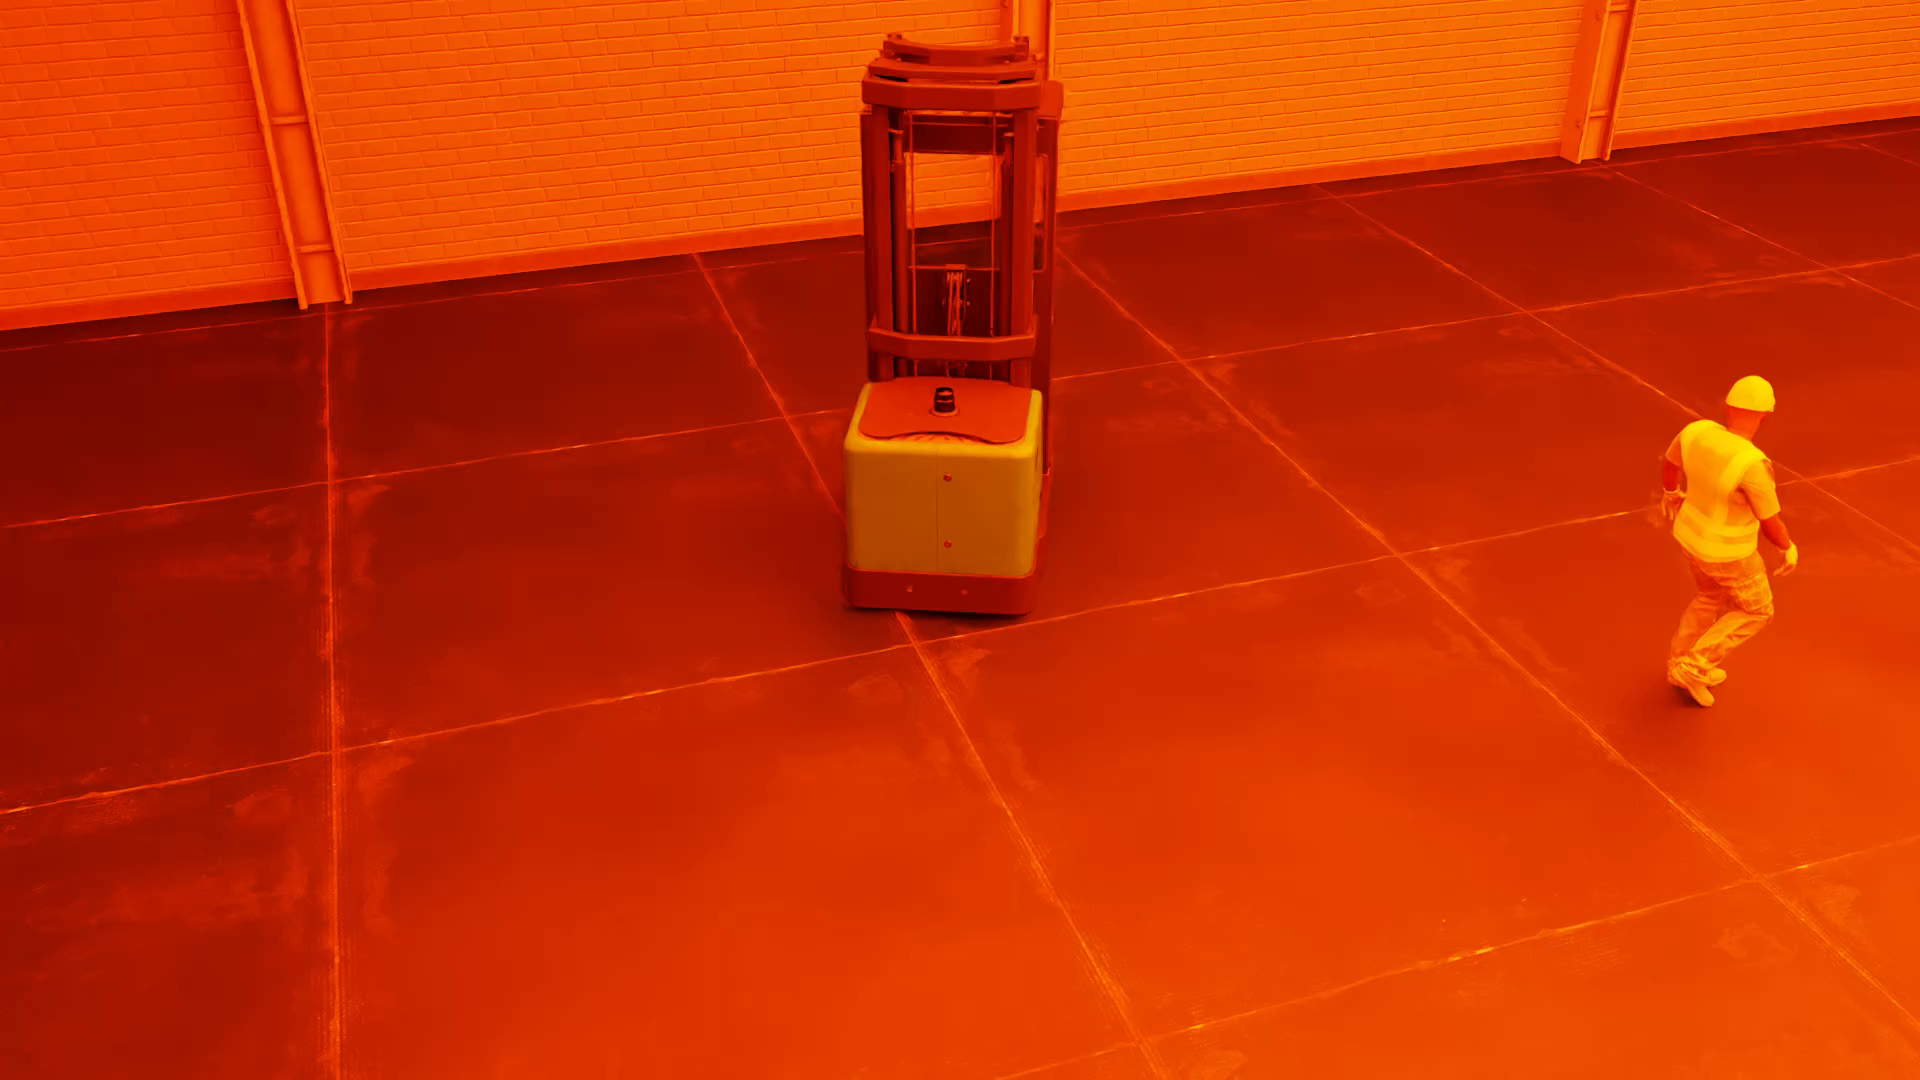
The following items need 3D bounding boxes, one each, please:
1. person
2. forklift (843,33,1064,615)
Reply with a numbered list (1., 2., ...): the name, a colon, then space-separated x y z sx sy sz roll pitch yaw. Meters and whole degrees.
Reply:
1. person: 3.798 -0.021 8.315 0.488 1.750 0.805 -4 30 -7
2. forklift: 0.019 -1.566 9.809 1.130 2.935 3.031 3 30 5
